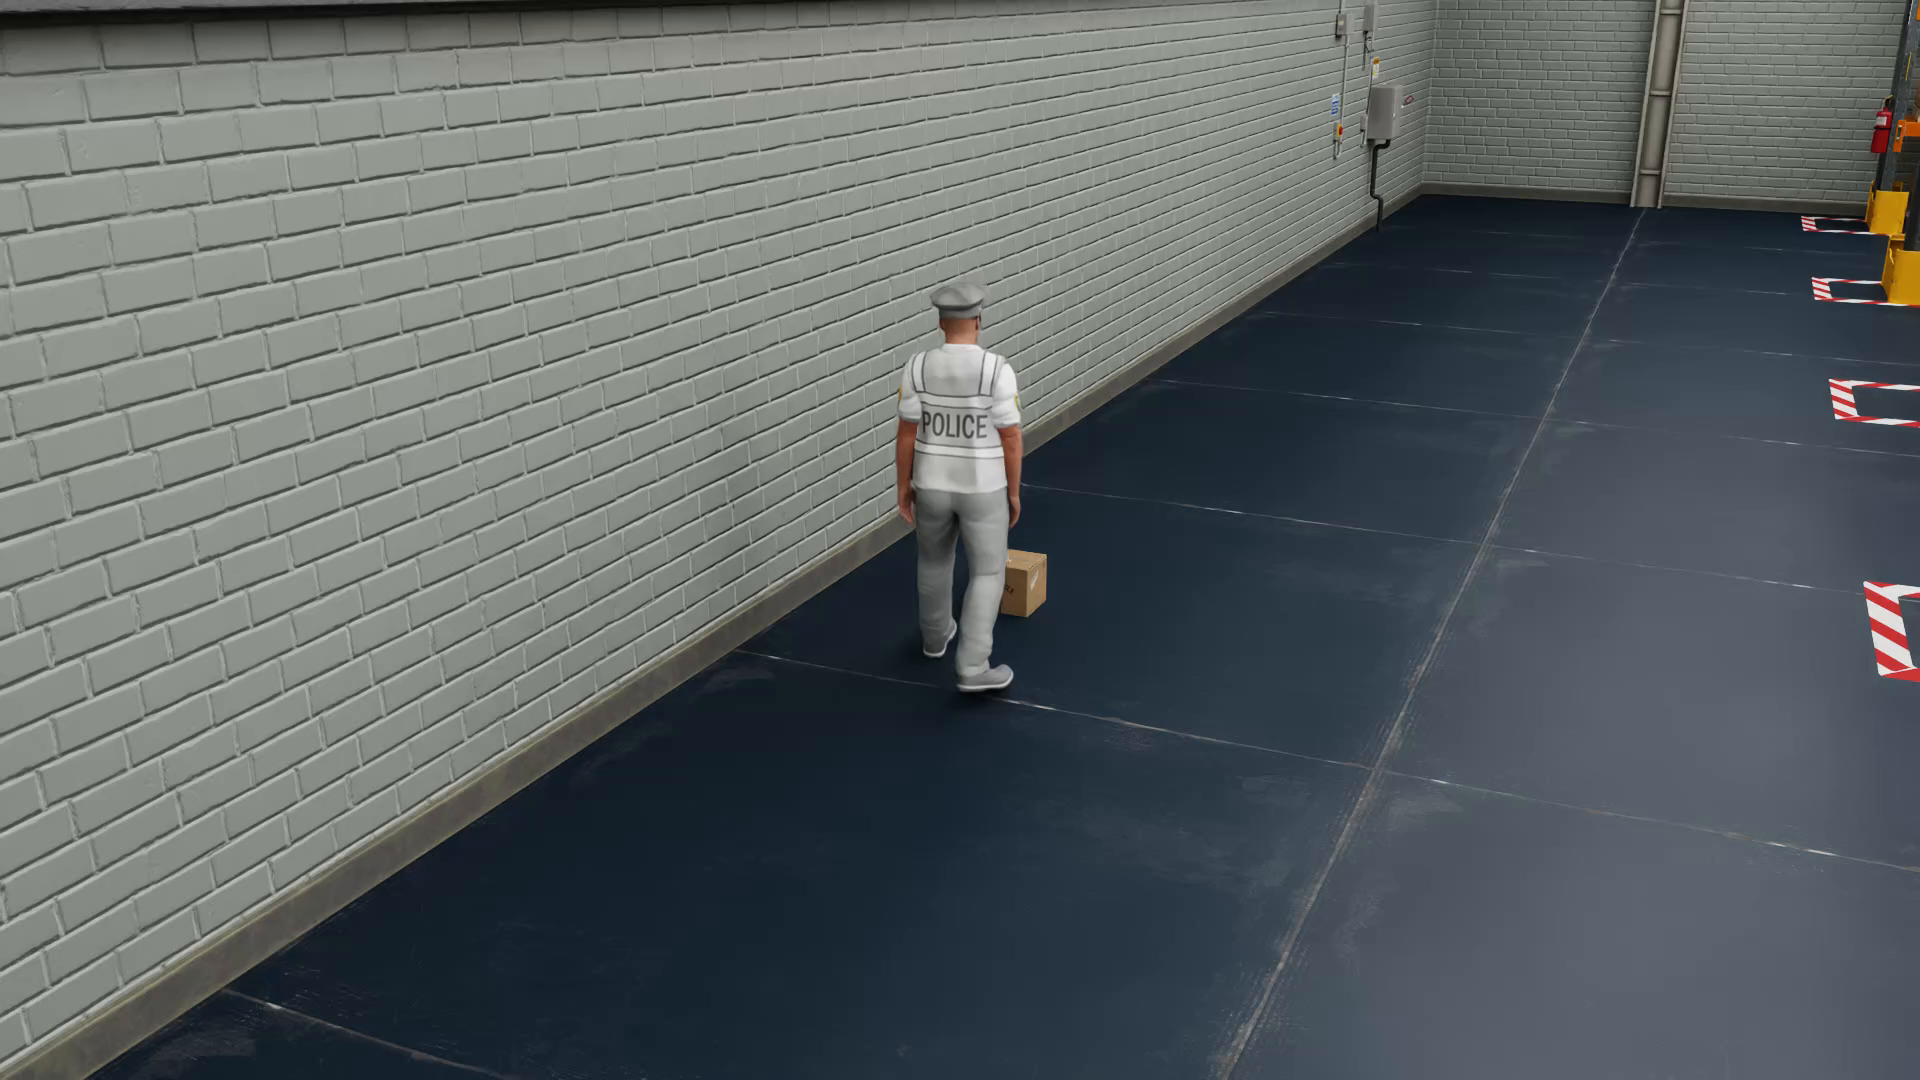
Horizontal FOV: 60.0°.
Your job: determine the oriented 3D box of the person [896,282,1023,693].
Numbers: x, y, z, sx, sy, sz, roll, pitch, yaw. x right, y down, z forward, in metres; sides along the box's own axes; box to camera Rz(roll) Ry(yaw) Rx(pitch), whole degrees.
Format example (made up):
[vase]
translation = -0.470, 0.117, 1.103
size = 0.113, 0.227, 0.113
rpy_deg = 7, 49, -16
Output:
[person]
translation = 0.010, -0.241, 7.243
size = 0.559, 1.742, 0.780
rpy_deg = 6, 20, 16
